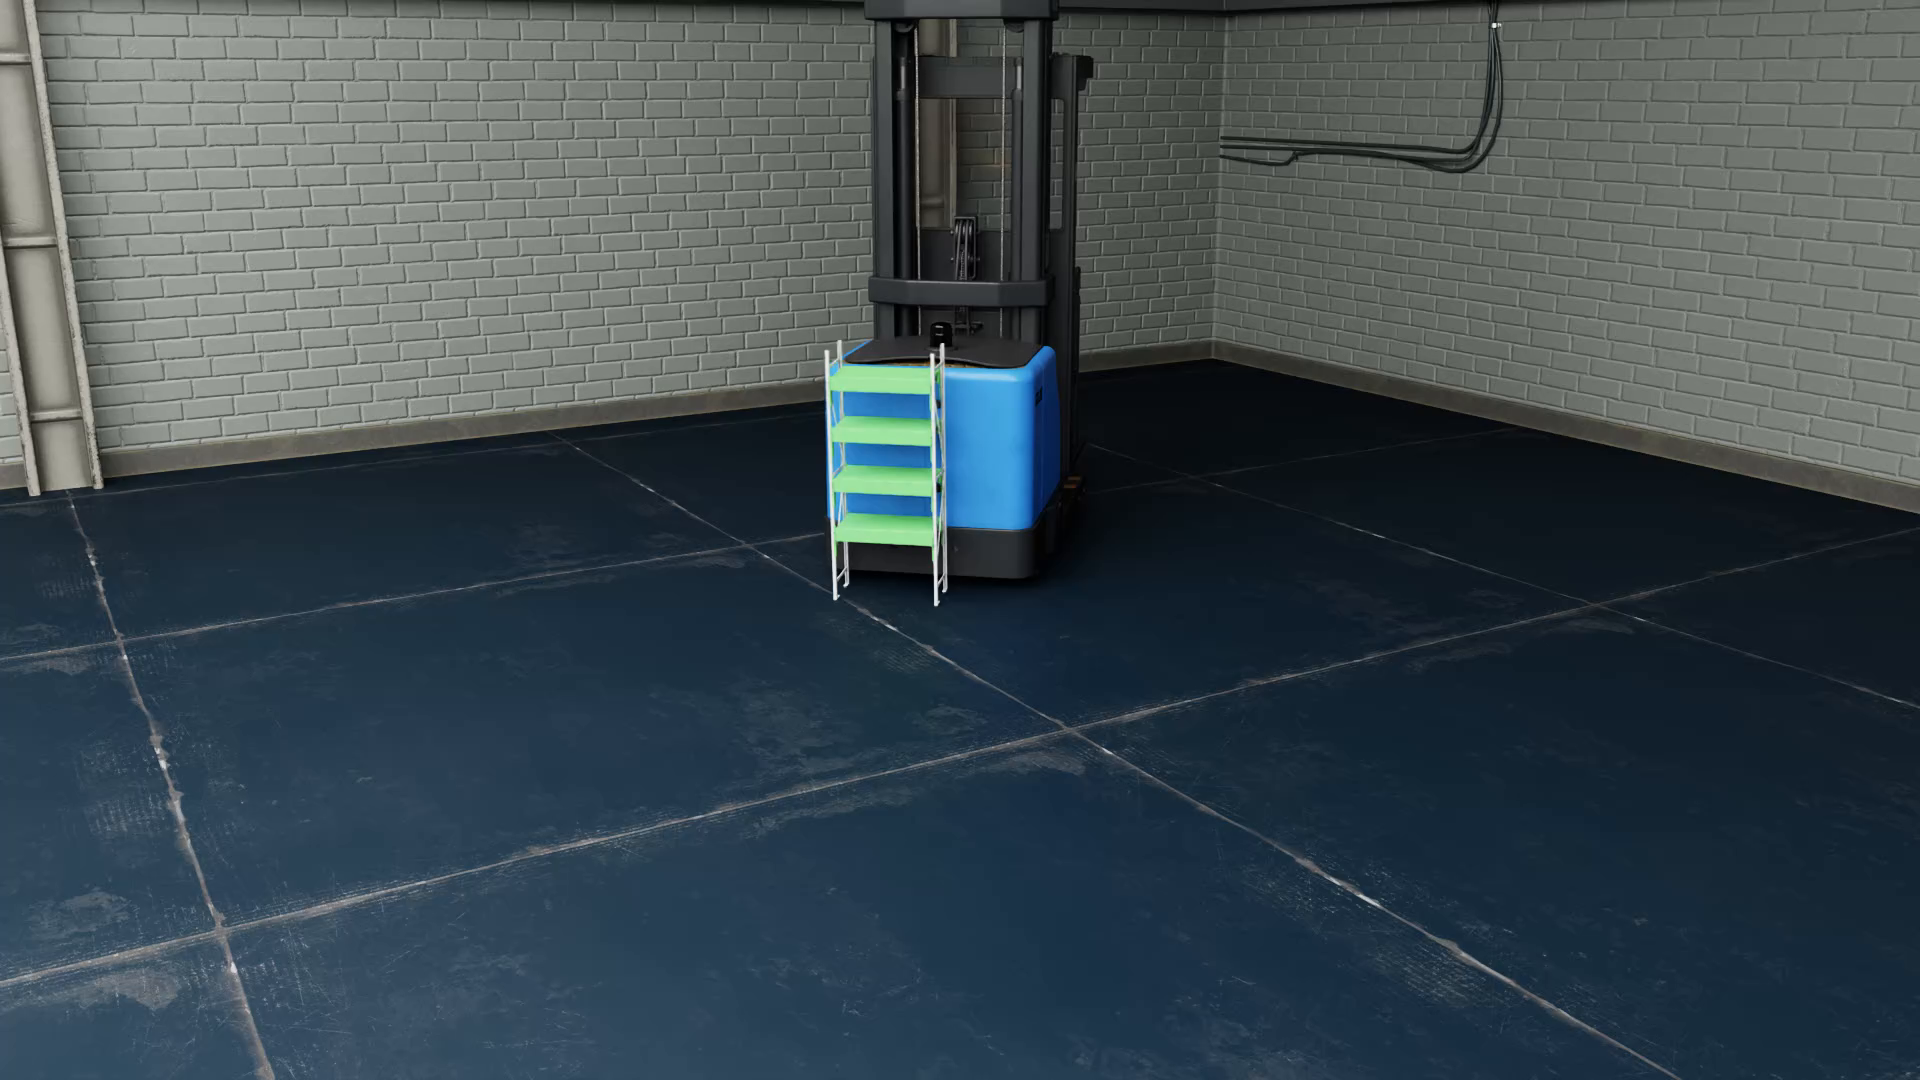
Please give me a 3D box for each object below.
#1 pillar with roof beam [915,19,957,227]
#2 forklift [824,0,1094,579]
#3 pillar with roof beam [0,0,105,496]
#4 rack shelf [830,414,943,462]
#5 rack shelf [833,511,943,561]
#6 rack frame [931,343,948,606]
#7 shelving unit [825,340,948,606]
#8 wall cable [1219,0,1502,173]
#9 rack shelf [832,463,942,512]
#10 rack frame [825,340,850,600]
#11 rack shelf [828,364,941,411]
[{"bbox_3d":[1.950,-4.494,8.269,0.400,9.000,9.100,-9,18,-30],"label":"pillar with roof beam"},{"bbox_3d":[0.120,-1.578,9.110,1.130,2.935,3.031,3,16,11],"label":"forklift"},{"bbox_3d":[-3.193,-3.660,5.293,0.400,9.000,9.100,-9,18,-30],"label":"pillar with roof beam"},{"bbox_3d":[-0.337,-0.476,7.713,0.480,0.148,0.258,3,19,11],"label":"rack shelf"},{"bbox_3d":[-0.332,-0.021,7.863,0.480,0.148,0.258,3,19,11],"label":"rack shelf"},{"bbox_3d":[-0.096,-0.297,7.723,0.015,1.200,0.240,3,19,11],"label":"rack frame"},{"bbox_3d":[-0.335,-0.309,7.768,0.503,1.200,0.258,3,19,11],"label":"shelving unit"},{"bbox_3d":[2.939,-4.098,12.610,0.112,2.526,3.097,-9,18,-30],"label":"wall cable"},{"bbox_3d":[-0.334,-0.248,7.788,0.480,0.148,0.258,3,19,11],"label":"rack shelf"},{"bbox_3d":[-0.575,-0.322,7.813,0.015,1.200,0.240,3,19,11],"label":"rack frame"},{"bbox_3d":[-0.339,-0.704,7.638,0.480,0.148,0.258,3,19,11],"label":"rack shelf"}]
